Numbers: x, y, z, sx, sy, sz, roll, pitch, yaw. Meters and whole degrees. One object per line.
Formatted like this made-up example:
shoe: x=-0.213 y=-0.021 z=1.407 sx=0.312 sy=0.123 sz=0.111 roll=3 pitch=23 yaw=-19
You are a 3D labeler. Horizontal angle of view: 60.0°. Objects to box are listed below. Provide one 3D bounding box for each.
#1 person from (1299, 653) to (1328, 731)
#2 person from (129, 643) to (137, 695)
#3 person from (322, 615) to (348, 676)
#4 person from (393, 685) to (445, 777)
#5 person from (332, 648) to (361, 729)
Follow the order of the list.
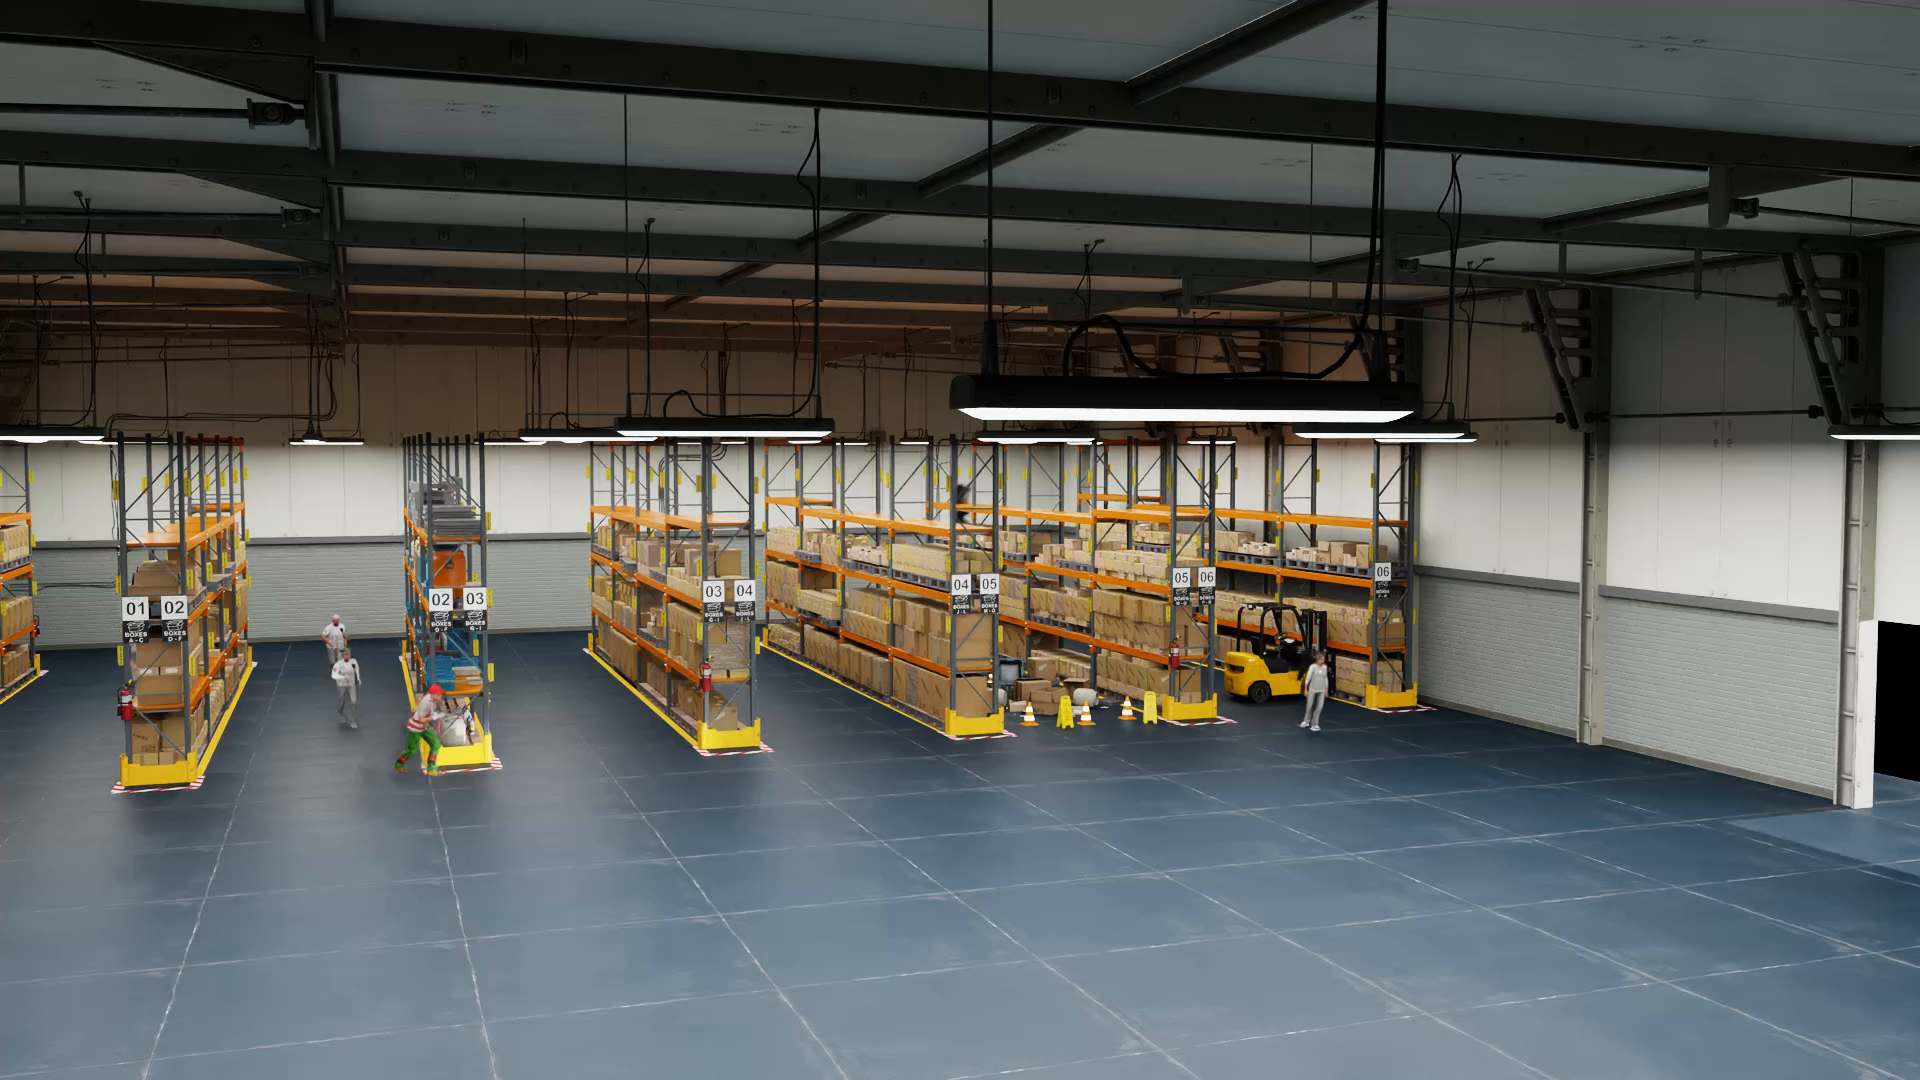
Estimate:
person: x=7.164 y=3.075 z=33.647 sx=0.539 sy=1.568 sz=0.432 roll=-1 pitch=3 yaw=-9
person: x=-18.772 y=2.833 z=37.940 sx=0.579 sy=1.577 sz=0.780 roll=-2 pitch=4 yaw=-37
person: x=-15.507 y=2.646 z=41.273 sx=0.606 sy=1.612 sz=0.655 roll=-2 pitch=4 yaw=-28
person: x=-9.392 y=3.318 z=28.882 sx=1.088 sy=1.641 sz=0.679 roll=1 pitch=3 yaw=12
person: x=-12.597 y=3.009 z=34.126 sx=0.598 sy=1.659 sz=0.944 roll=-2 pitch=4 yaw=-29
